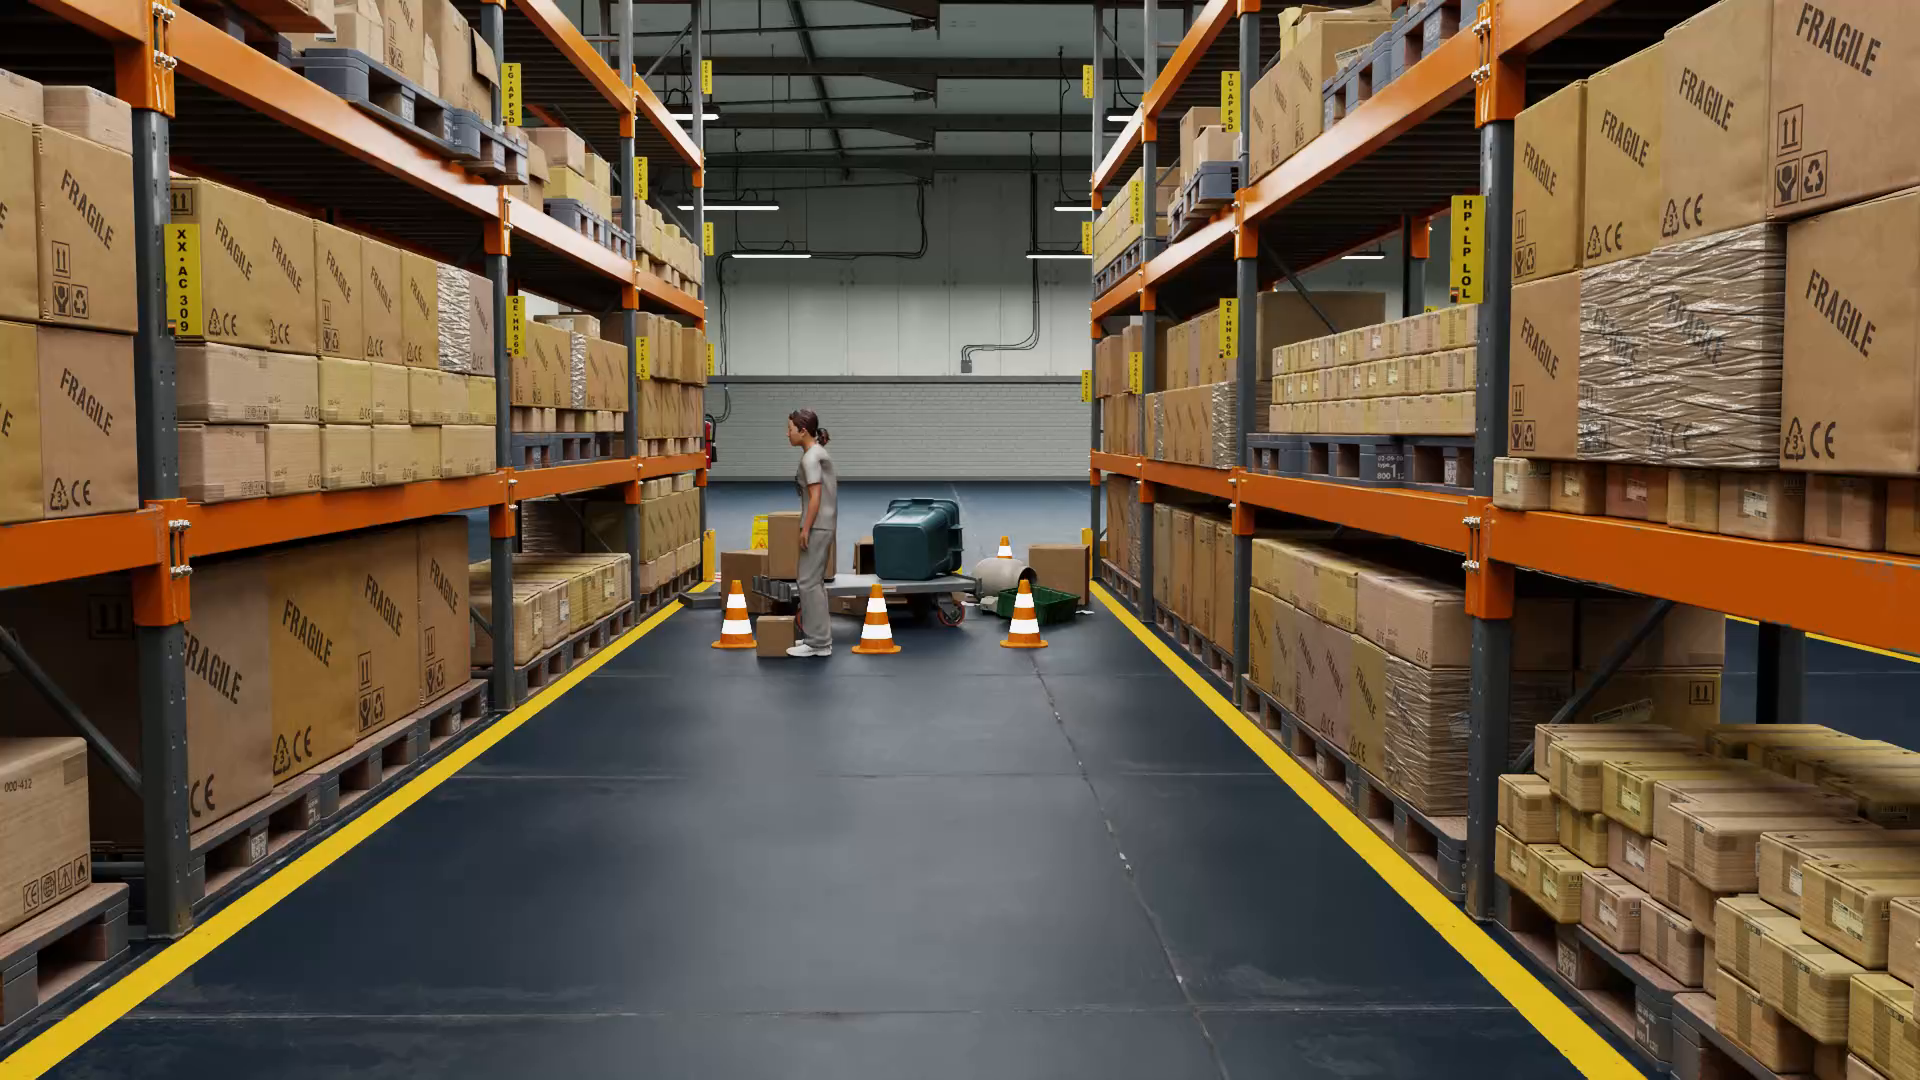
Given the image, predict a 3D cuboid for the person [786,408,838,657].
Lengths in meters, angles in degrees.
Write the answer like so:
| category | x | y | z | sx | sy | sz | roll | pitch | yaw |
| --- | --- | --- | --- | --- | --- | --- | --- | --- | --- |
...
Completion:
| category | x | y | z | sx | sy | sz | roll | pitch | yaw |
| --- | --- | --- | --- | --- | --- | --- | --- | --- | --- |
| person | -1.006 | -0.056 | 11.288 | 0.356 | 1.673 | 0.487 | 0 | 4 | -1 |
